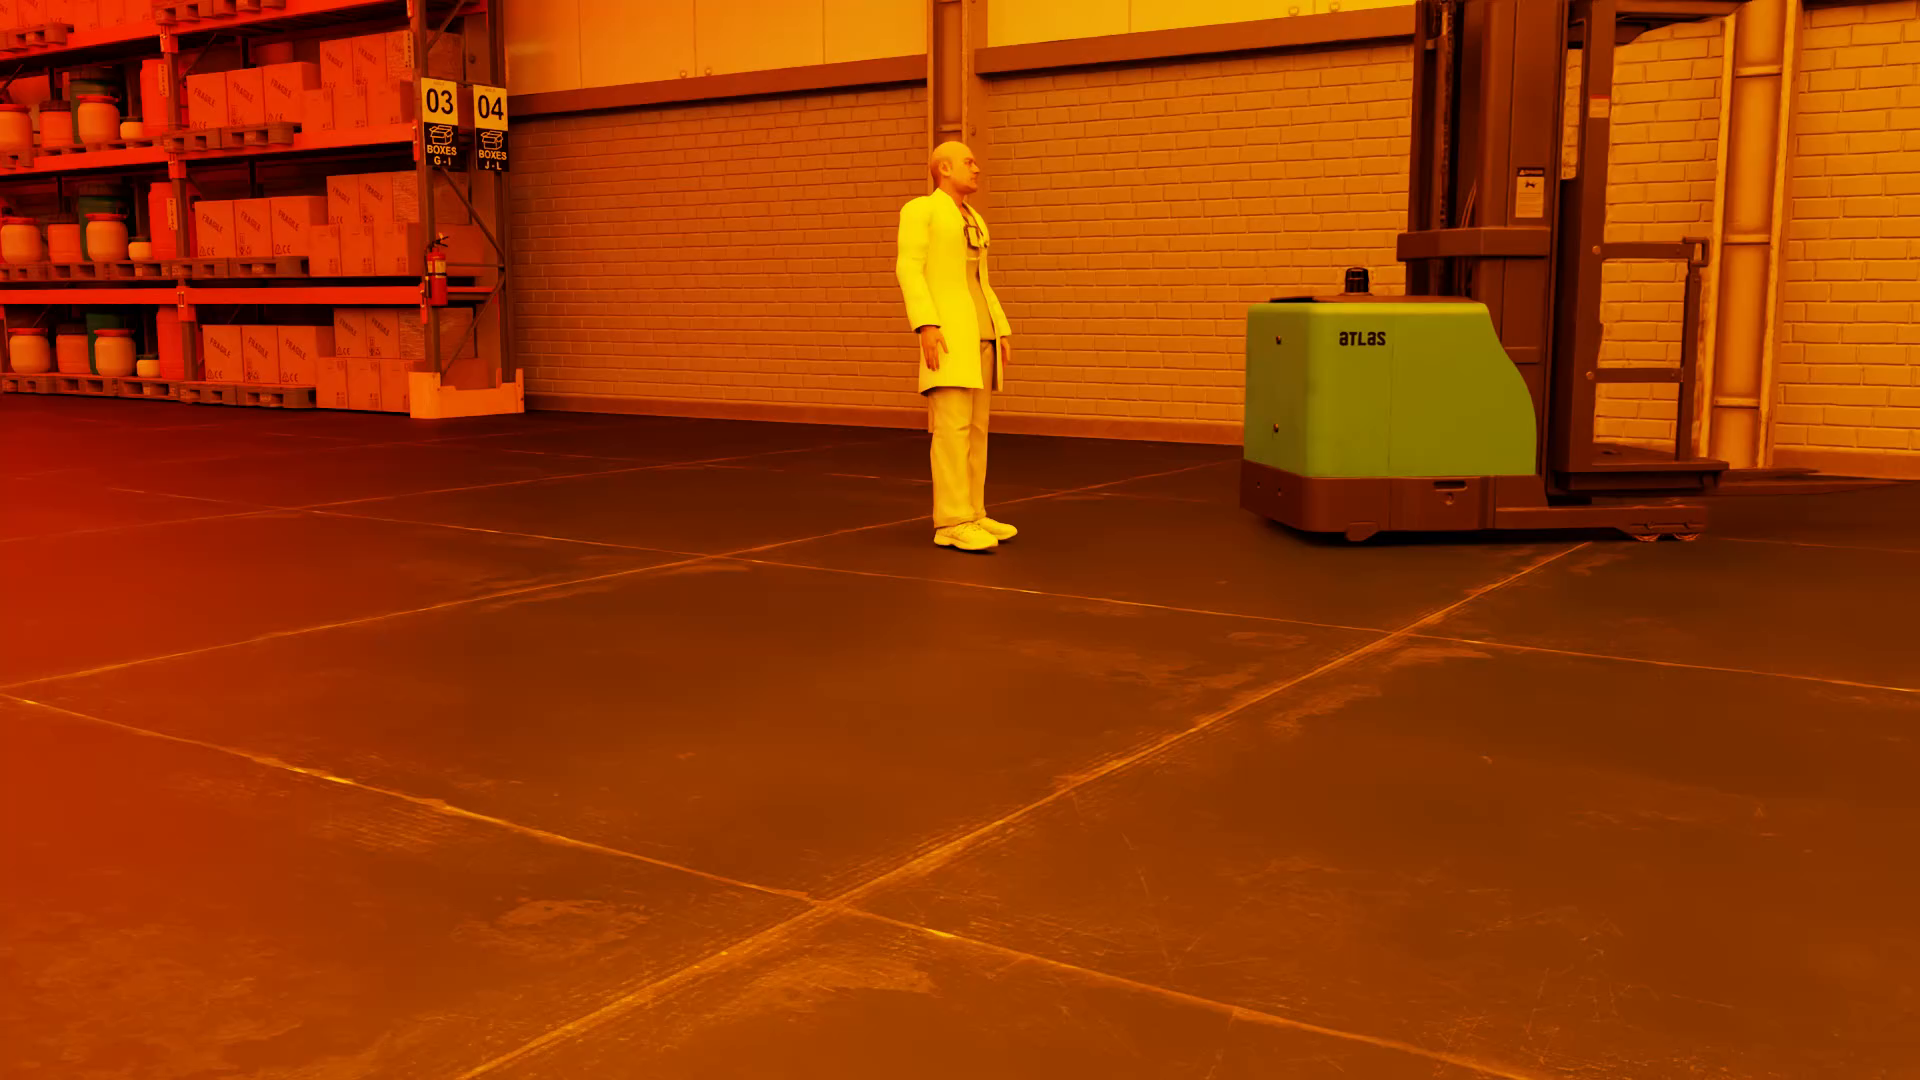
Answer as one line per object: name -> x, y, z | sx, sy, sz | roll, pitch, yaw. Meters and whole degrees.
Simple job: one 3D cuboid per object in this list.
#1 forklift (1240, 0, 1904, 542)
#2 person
forklift -> 2.949, -1.515, 7.845 | 3.031, 2.935, 1.130 | -1, 8, -8
person -> 0.074, -0.880, 7.424 | 0.578, 1.777, 0.698 | 5, 10, 34
